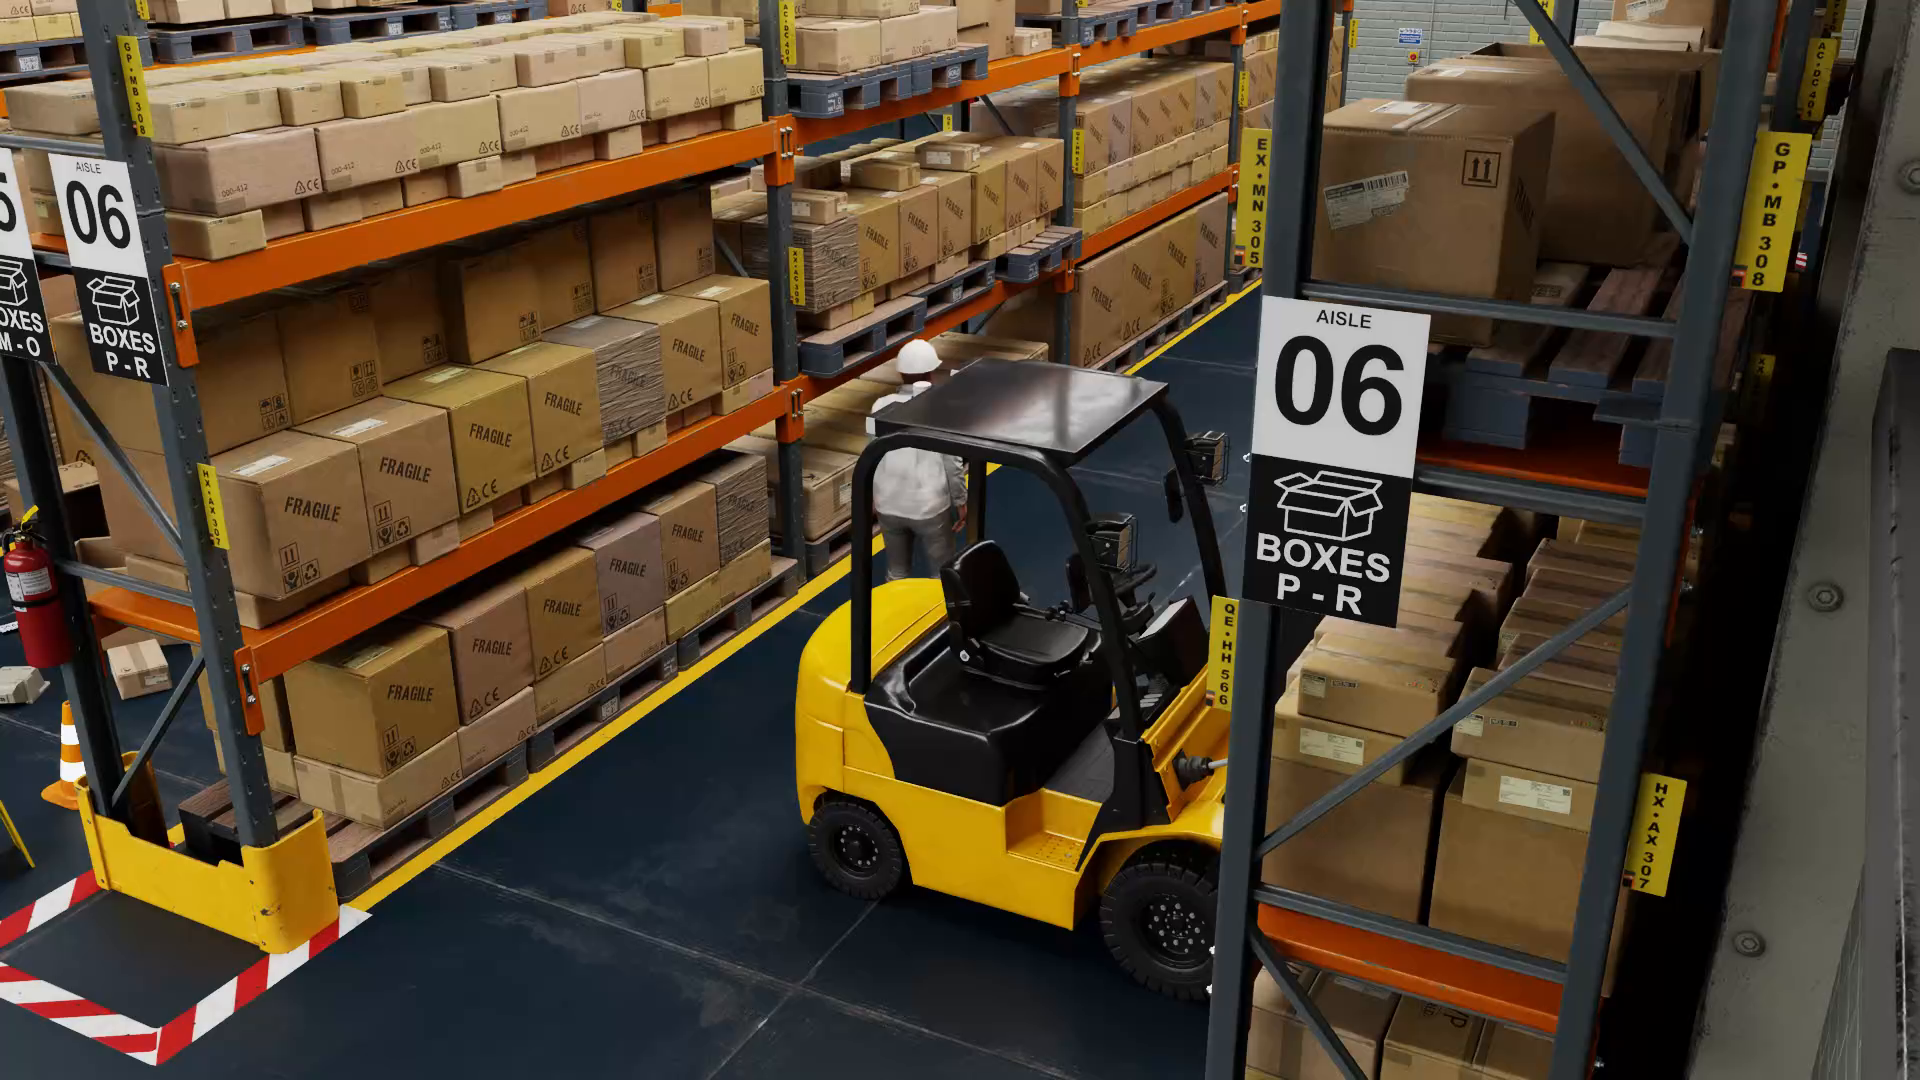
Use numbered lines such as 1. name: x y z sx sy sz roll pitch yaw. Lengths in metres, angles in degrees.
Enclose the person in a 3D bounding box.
1. person: -0.232 -0.211 9.070 0.578 1.769 0.460 10 24 22
